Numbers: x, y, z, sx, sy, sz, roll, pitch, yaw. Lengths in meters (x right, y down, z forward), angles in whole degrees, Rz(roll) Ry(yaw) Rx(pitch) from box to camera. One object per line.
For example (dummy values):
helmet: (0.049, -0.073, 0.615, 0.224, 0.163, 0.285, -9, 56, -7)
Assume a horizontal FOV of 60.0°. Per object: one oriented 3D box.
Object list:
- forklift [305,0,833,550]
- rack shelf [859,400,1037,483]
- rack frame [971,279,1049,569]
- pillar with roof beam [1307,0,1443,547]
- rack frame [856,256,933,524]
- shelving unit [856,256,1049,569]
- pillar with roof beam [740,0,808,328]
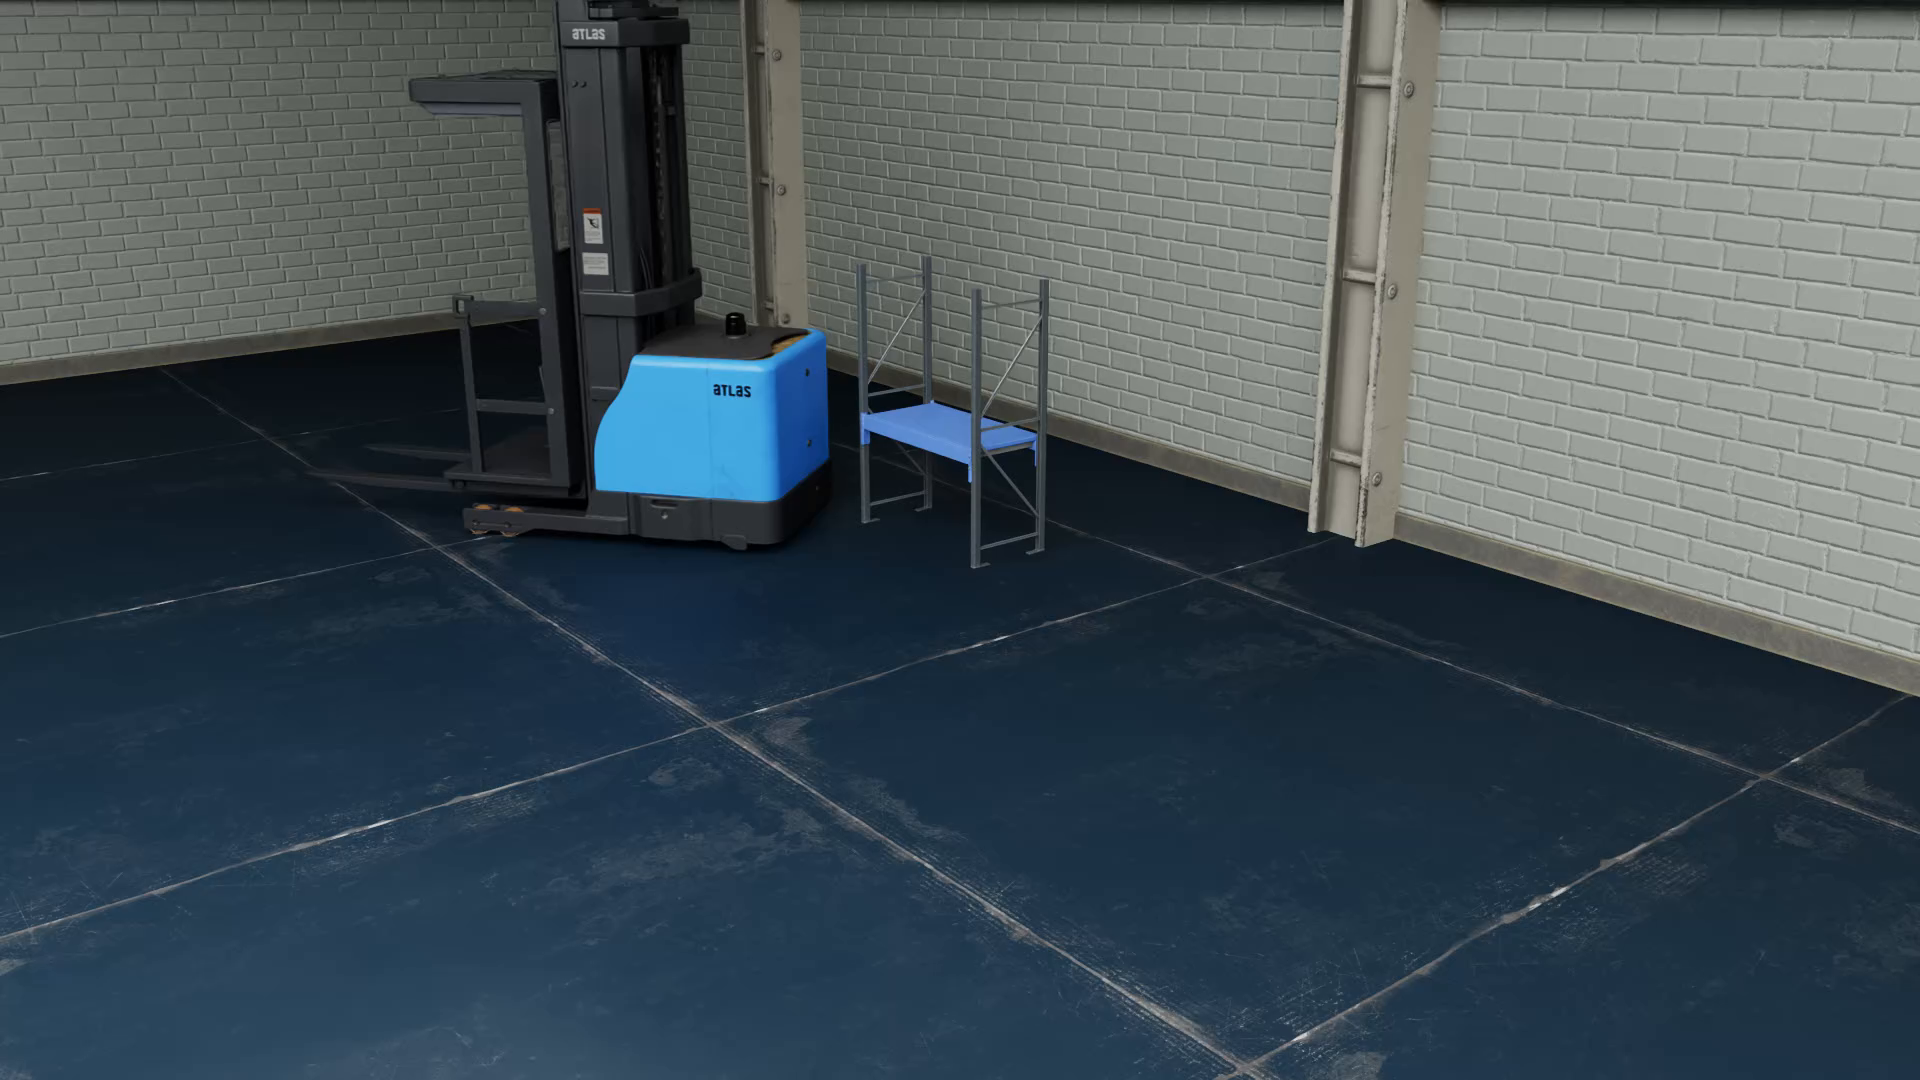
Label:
forklift: (-2.334, -1.564, 9.422, 3.031, 2.935, 1.130, 4, 19, 13)
rack shelf: (-0.053, -0.562, 9.247, 0.538, 0.185, 1.000, -14, 23, -36)
rack frame: (0.263, -0.608, 8.812, 0.500, 1.500, 0.032, -14, 23, -36)
pillar with roof beam: (-1.144, -3.468, 5.520, 9.100, 9.000, 0.400, -14, 23, -36)
rack frame: (-0.369, -0.858, 9.568, 0.500, 1.500, 0.032, -14, 23, -36)
shelving unit: (-0.053, -0.733, 9.190, 0.538, 1.500, 1.048, -14, 23, -36)
pillar with roof beam: (-4.870, -4.946, 9.984, 9.100, 9.000, 0.400, -14, 23, -36)
